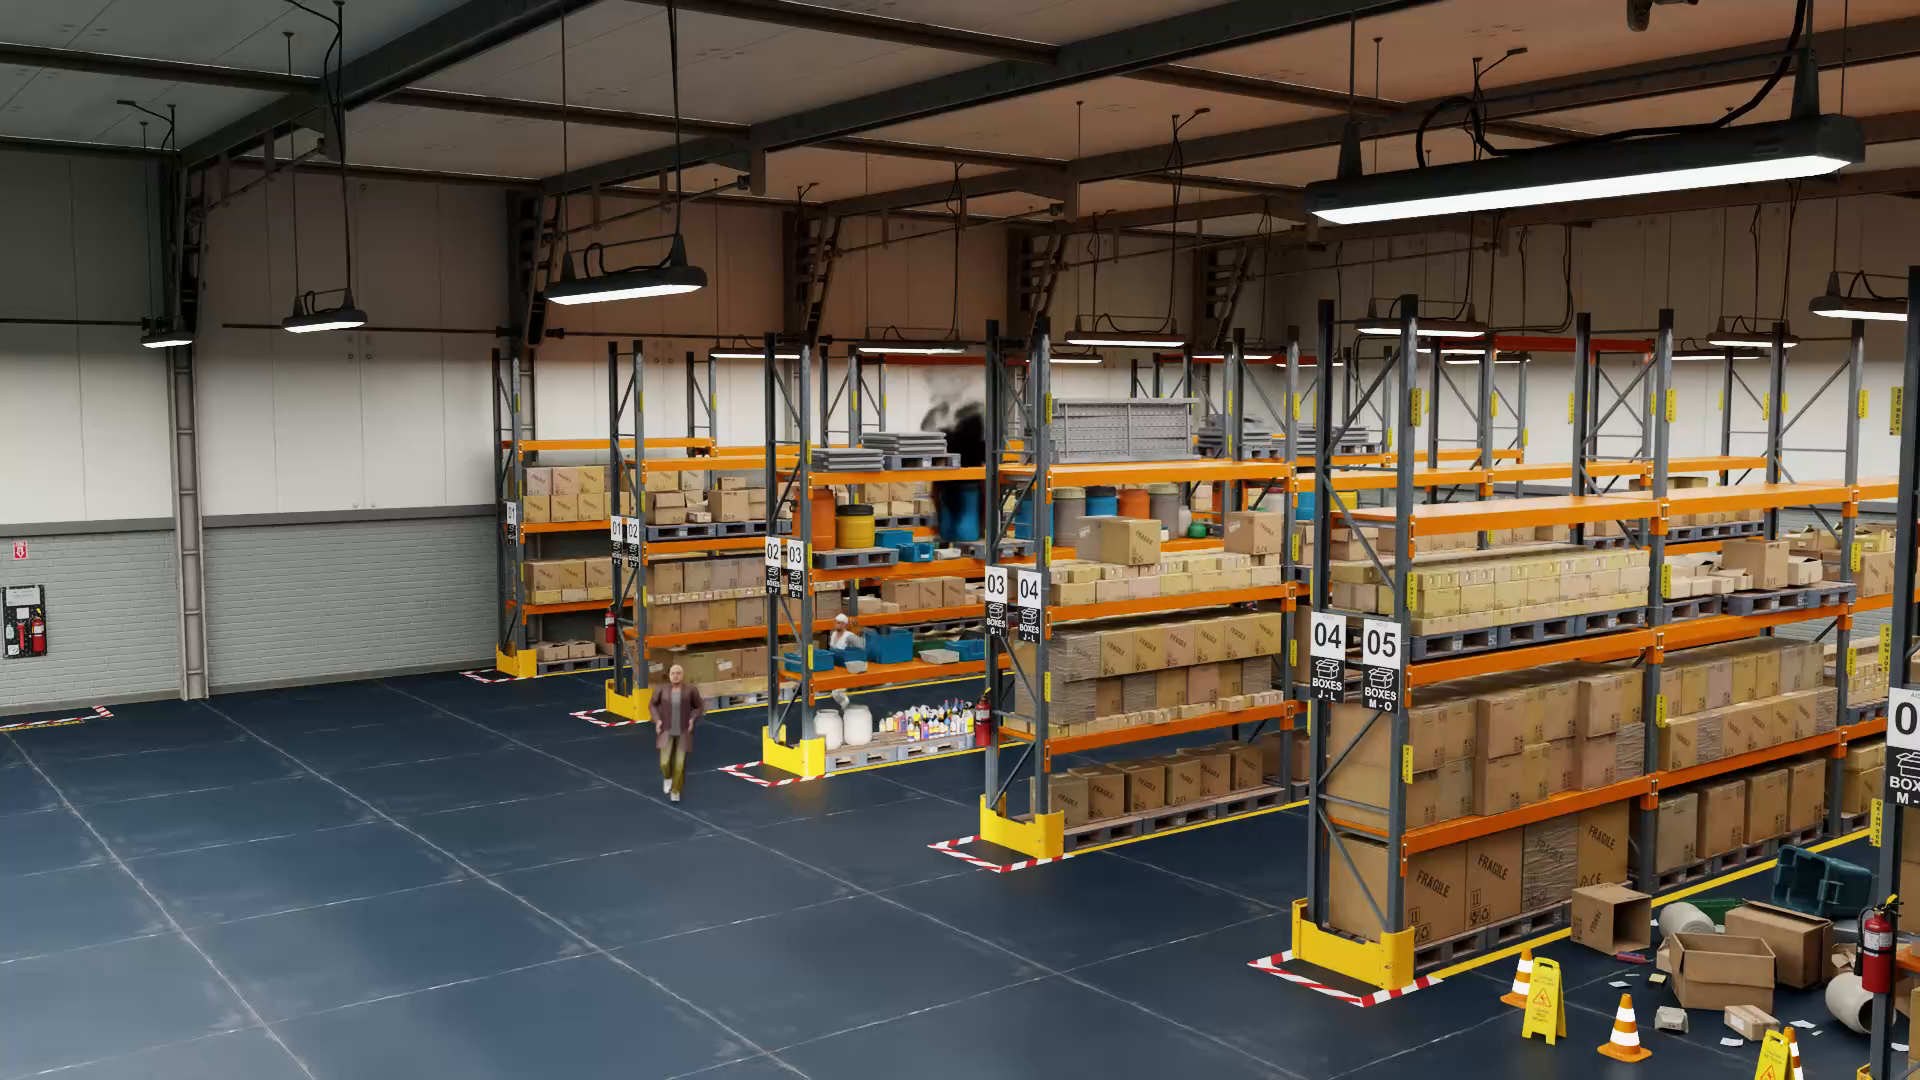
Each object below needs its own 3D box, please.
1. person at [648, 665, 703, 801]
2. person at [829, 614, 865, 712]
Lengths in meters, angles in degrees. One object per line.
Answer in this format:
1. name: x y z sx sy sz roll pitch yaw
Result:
1. person: -3.604 2.444 21.088 0.692 1.730 0.630 -1 5 -7
2. person: -1.860 2.019 25.709 0.631 1.746 0.629 -5 7 -42
